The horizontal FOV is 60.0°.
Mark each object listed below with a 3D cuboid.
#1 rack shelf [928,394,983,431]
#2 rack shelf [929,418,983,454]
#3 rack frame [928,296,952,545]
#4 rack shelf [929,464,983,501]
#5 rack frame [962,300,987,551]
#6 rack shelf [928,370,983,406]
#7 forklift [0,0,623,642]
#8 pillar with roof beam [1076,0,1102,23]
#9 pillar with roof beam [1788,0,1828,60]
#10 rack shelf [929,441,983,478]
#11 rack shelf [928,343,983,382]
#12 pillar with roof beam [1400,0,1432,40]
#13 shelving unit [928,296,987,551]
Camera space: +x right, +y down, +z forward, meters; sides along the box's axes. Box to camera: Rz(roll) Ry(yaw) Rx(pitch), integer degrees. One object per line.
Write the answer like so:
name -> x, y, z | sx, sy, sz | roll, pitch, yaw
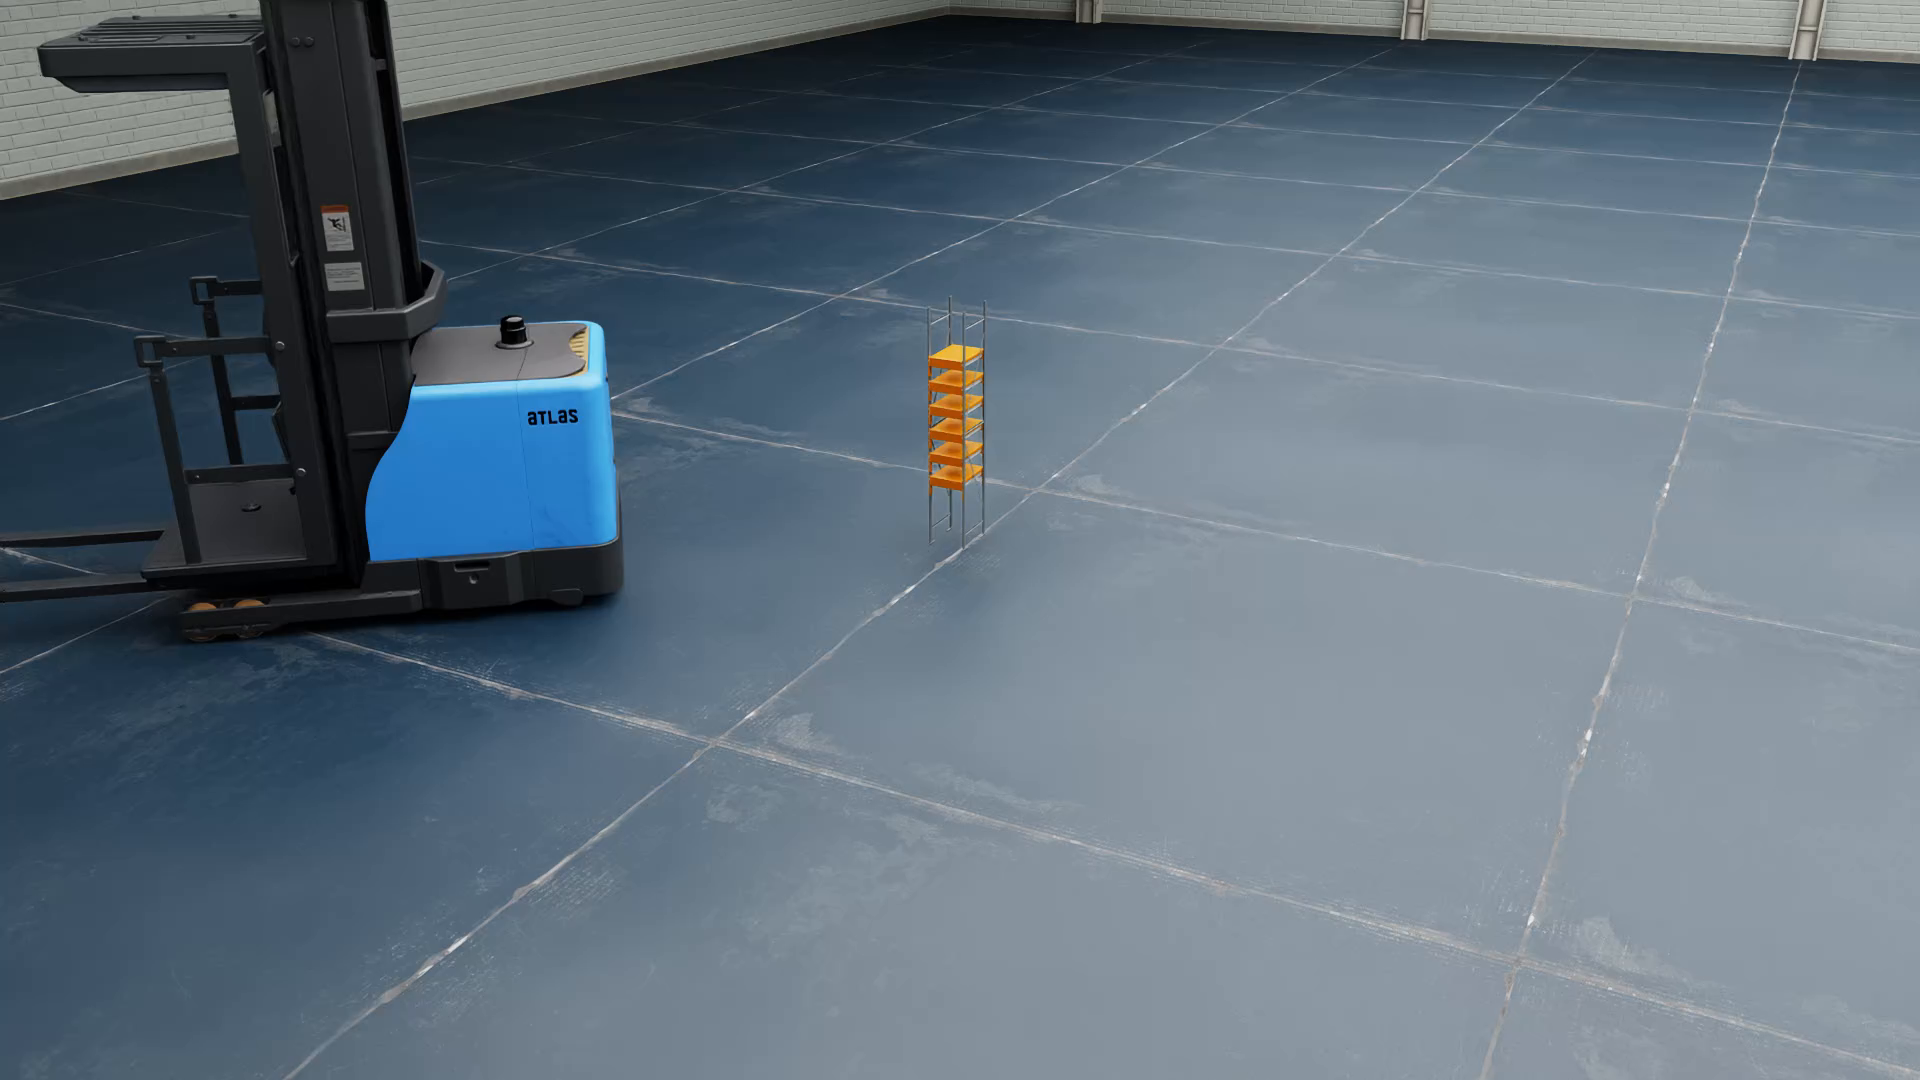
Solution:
rack shelf -> -0.013, -0.624, 7.992 | 0.180, 0.103, 0.258 | 11, 25, 25
rack shelf -> -0.013, -0.514, 8.039 | 0.180, 0.103, 0.258 | 11, 25, 25
rack frame -> -0.095, -0.571, 8.059 | 0.006, 1.200, 0.240 | 11, 25, 25
rack shelf -> -0.013, -0.293, 8.133 | 0.180, 0.103, 0.258 | 11, 25, 25
rack frame -> 0.069, -0.539, 7.983 | 0.006, 1.200, 0.240 | 11, 25, 25
rack shelf -> -0.013, -0.735, 7.945 | 0.180, 0.103, 0.258 | 11, 25, 25
forklift -> -3.106, -1.131, 7.165 | 3.031, 2.935, 1.130 | -4, 23, -10
pillar with roof beam -> 0.442, -12.239, 25.530 | 0.400, 9.000, 9.100 | 11, 25, 25
pillar with roof beam -> 11.151, -10.120, 20.547 | 0.400, 9.000, 9.100 | 11, 25, 25
rack shelf -> -0.013, -0.403, 8.086 | 0.180, 0.103, 0.258 | 11, 25, 25
rack shelf -> -0.013, -0.845, 7.898 | 0.180, 0.103, 0.258 | 11, 25, 25
pillar with roof beam -> 5.797, -11.179, 23.039 | 0.400, 9.000, 9.100 | 11, 25, 25
shelving unit -> -0.013, -0.555, 8.021 | 0.189, 1.200, 0.258 | 11, 25, 25
